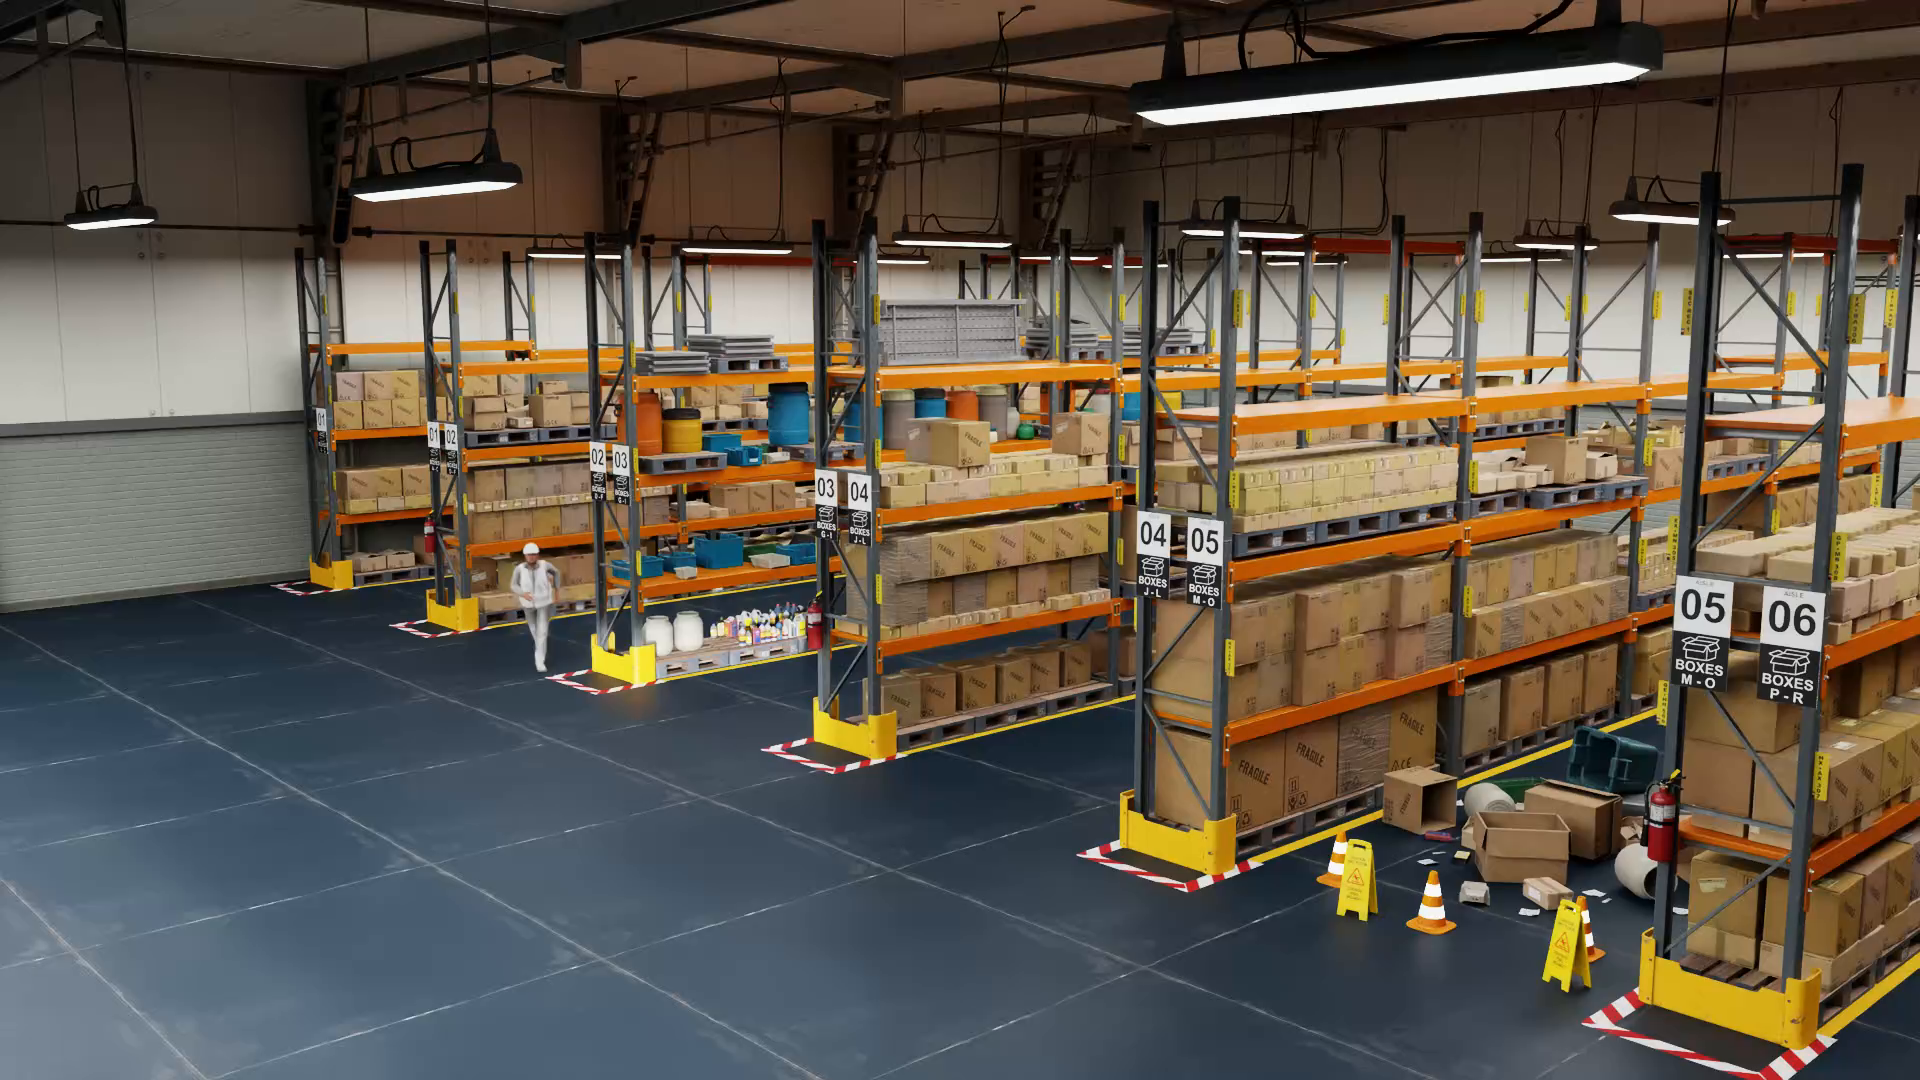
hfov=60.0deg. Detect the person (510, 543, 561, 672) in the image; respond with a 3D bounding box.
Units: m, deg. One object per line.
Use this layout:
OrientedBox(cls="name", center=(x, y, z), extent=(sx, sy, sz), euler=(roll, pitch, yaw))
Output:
OrientedBox(cls="person", center=(-5.921, 0.897, 23.268), extent=(0.644, 1.789, 0.830), euler=(0, 8, -2))
